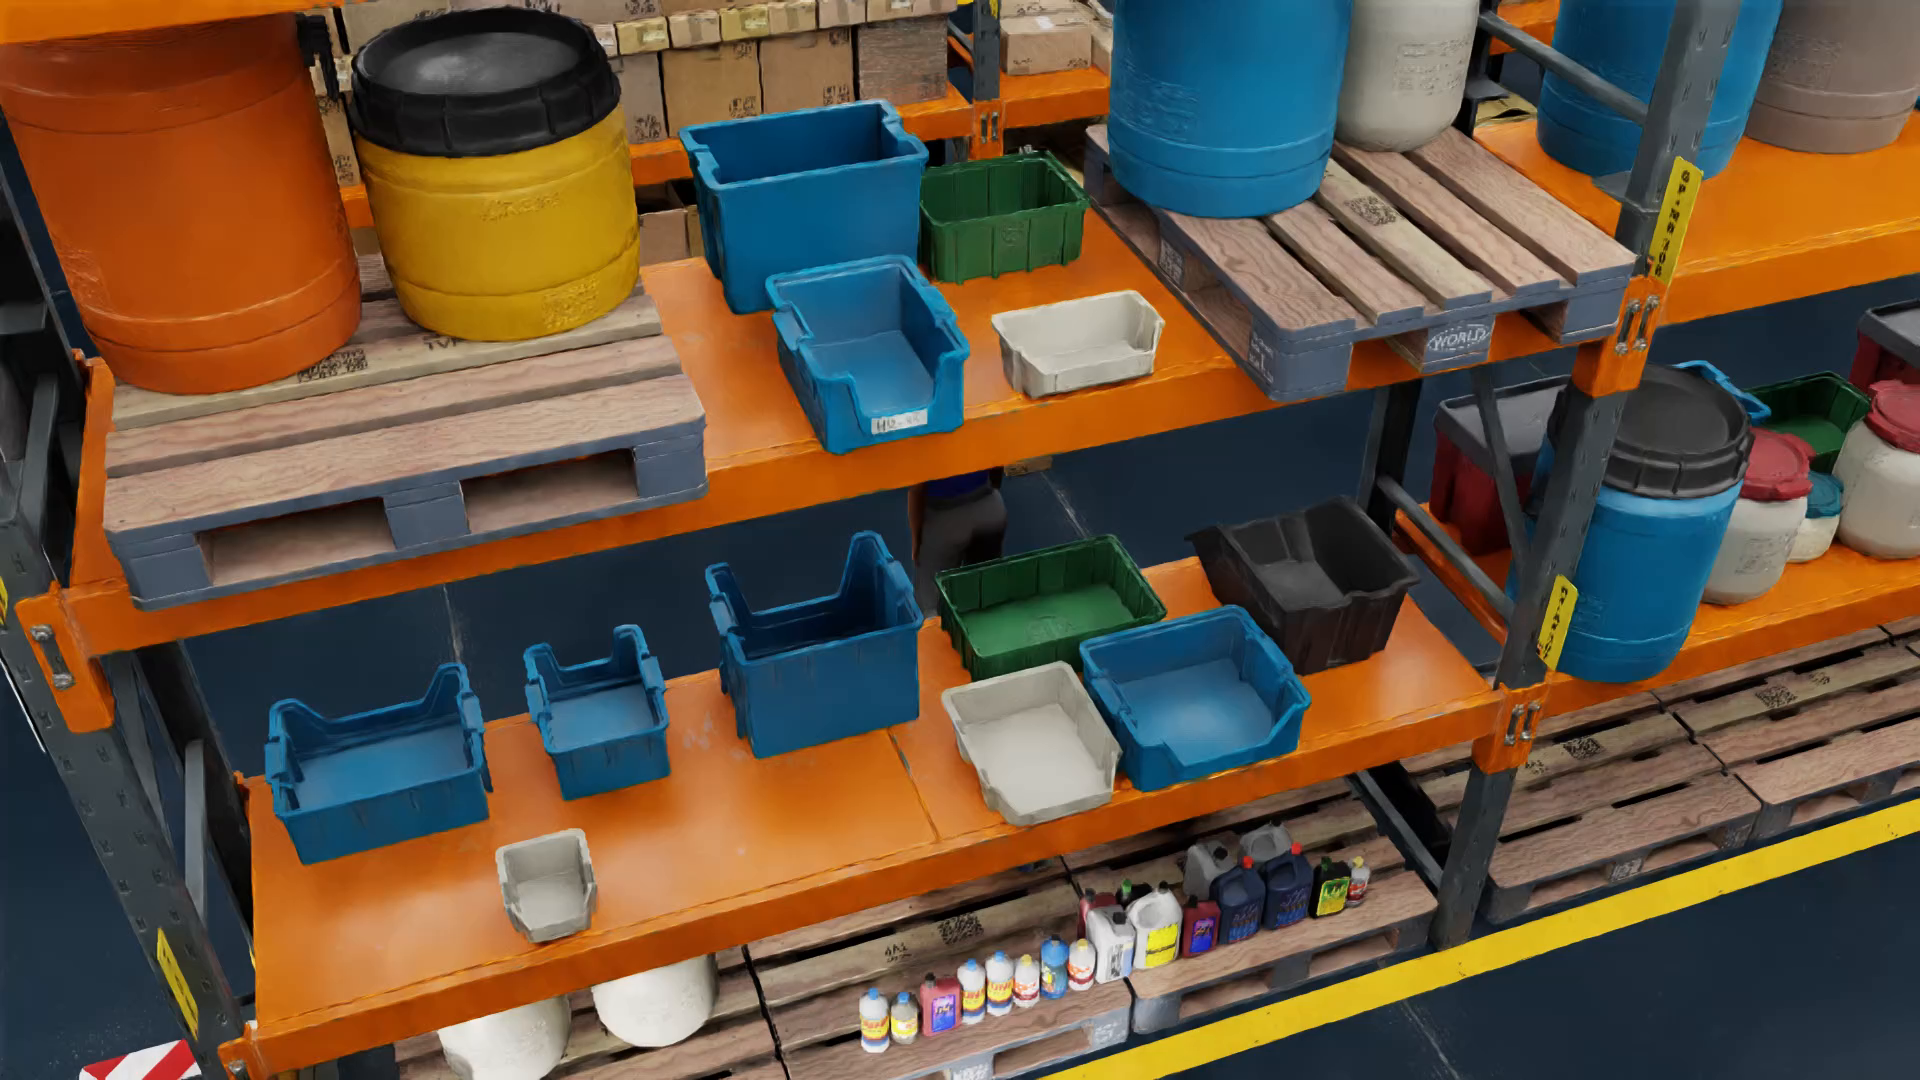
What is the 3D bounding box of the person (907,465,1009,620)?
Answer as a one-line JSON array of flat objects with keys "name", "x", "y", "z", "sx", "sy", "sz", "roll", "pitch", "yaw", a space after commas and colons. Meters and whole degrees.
[{"name": "person", "x": -0.039, "y": -0.073, "z": 6.862, "sx": 0.490, "sy": 1.657, "sz": 0.359, "roll": -18, "pitch": 41, "yaw": -21}]
